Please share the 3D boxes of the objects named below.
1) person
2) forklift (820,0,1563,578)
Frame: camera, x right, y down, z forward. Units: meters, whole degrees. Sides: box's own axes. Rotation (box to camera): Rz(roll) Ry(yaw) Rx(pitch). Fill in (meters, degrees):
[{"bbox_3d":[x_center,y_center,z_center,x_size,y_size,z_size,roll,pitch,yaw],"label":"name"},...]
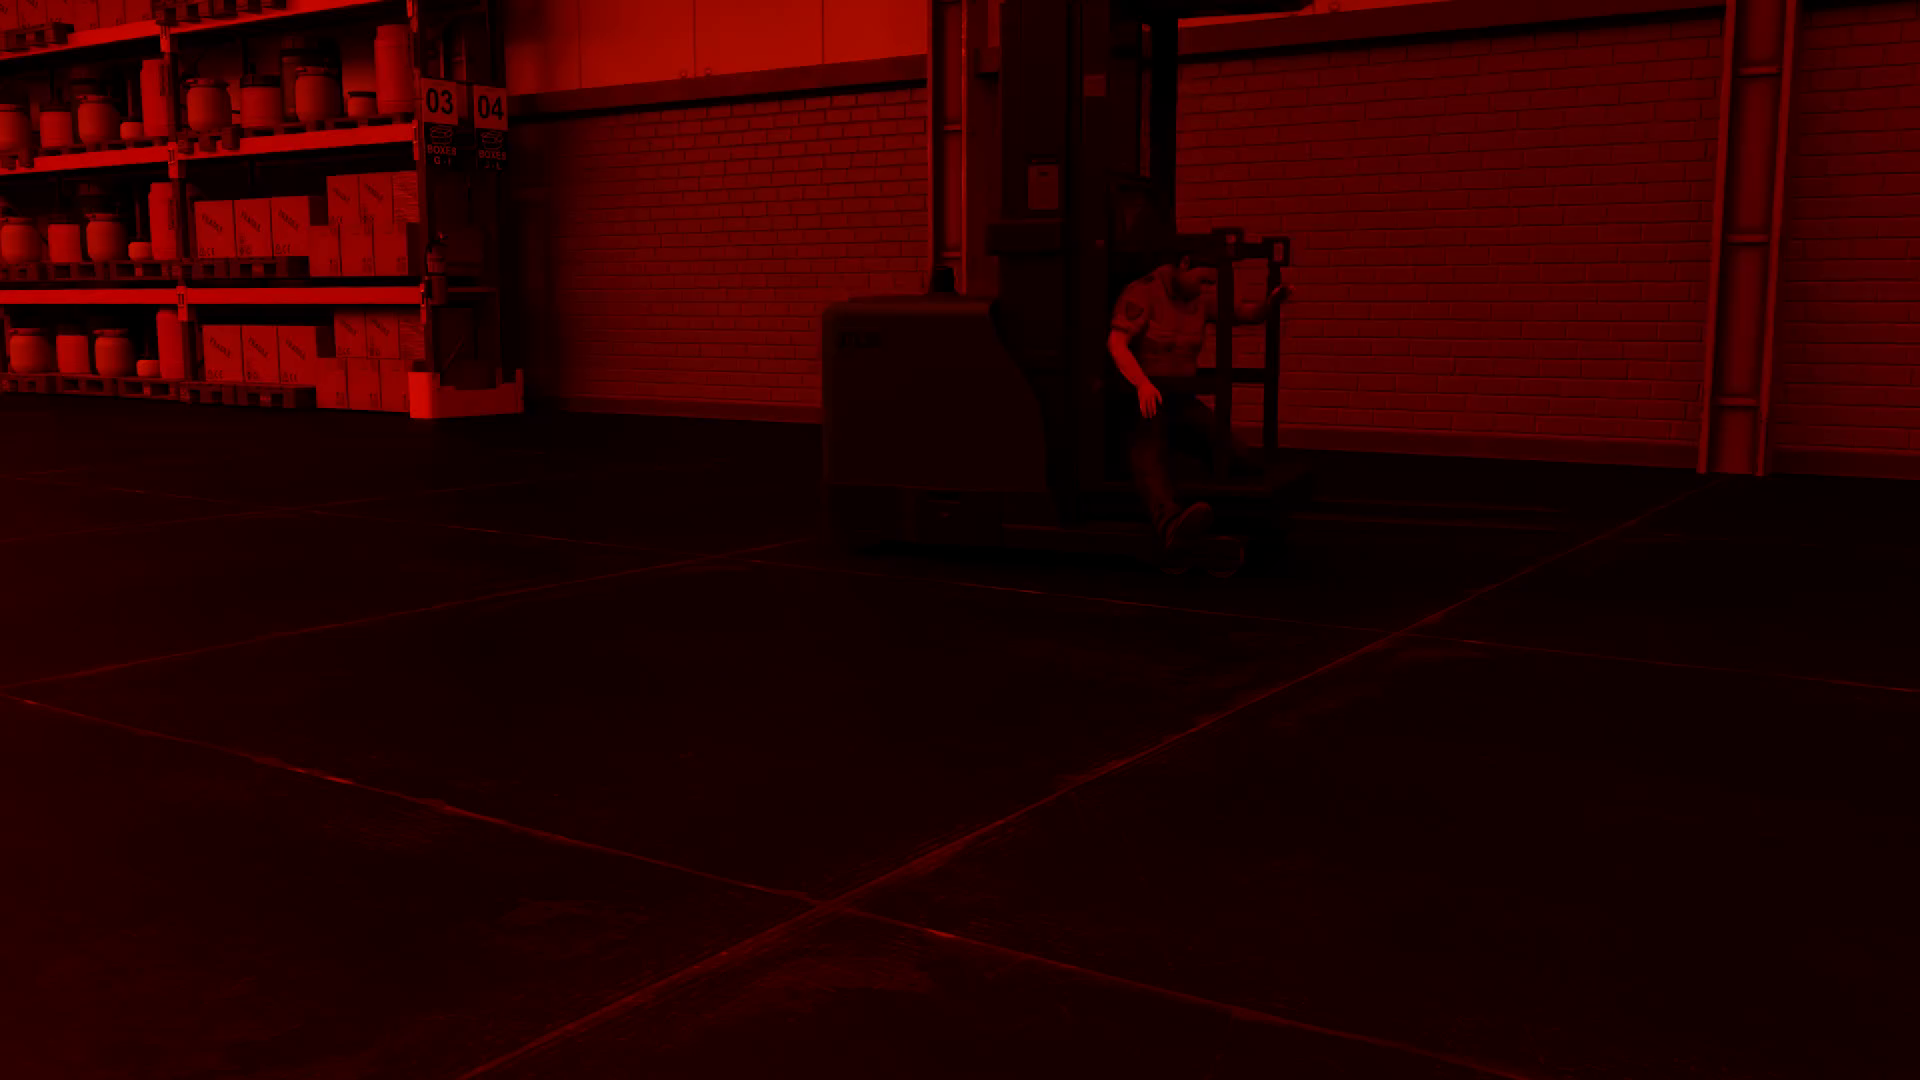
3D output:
[{"bbox_3d":[0.991,-0.602,6.696,1.010,1.211,1.127,-5,9,-30],"label":"person"},{"bbox_3d":[0.961,-1.387,6.943,3.031,2.935,1.130,3,9,21],"label":"forklift"}]
